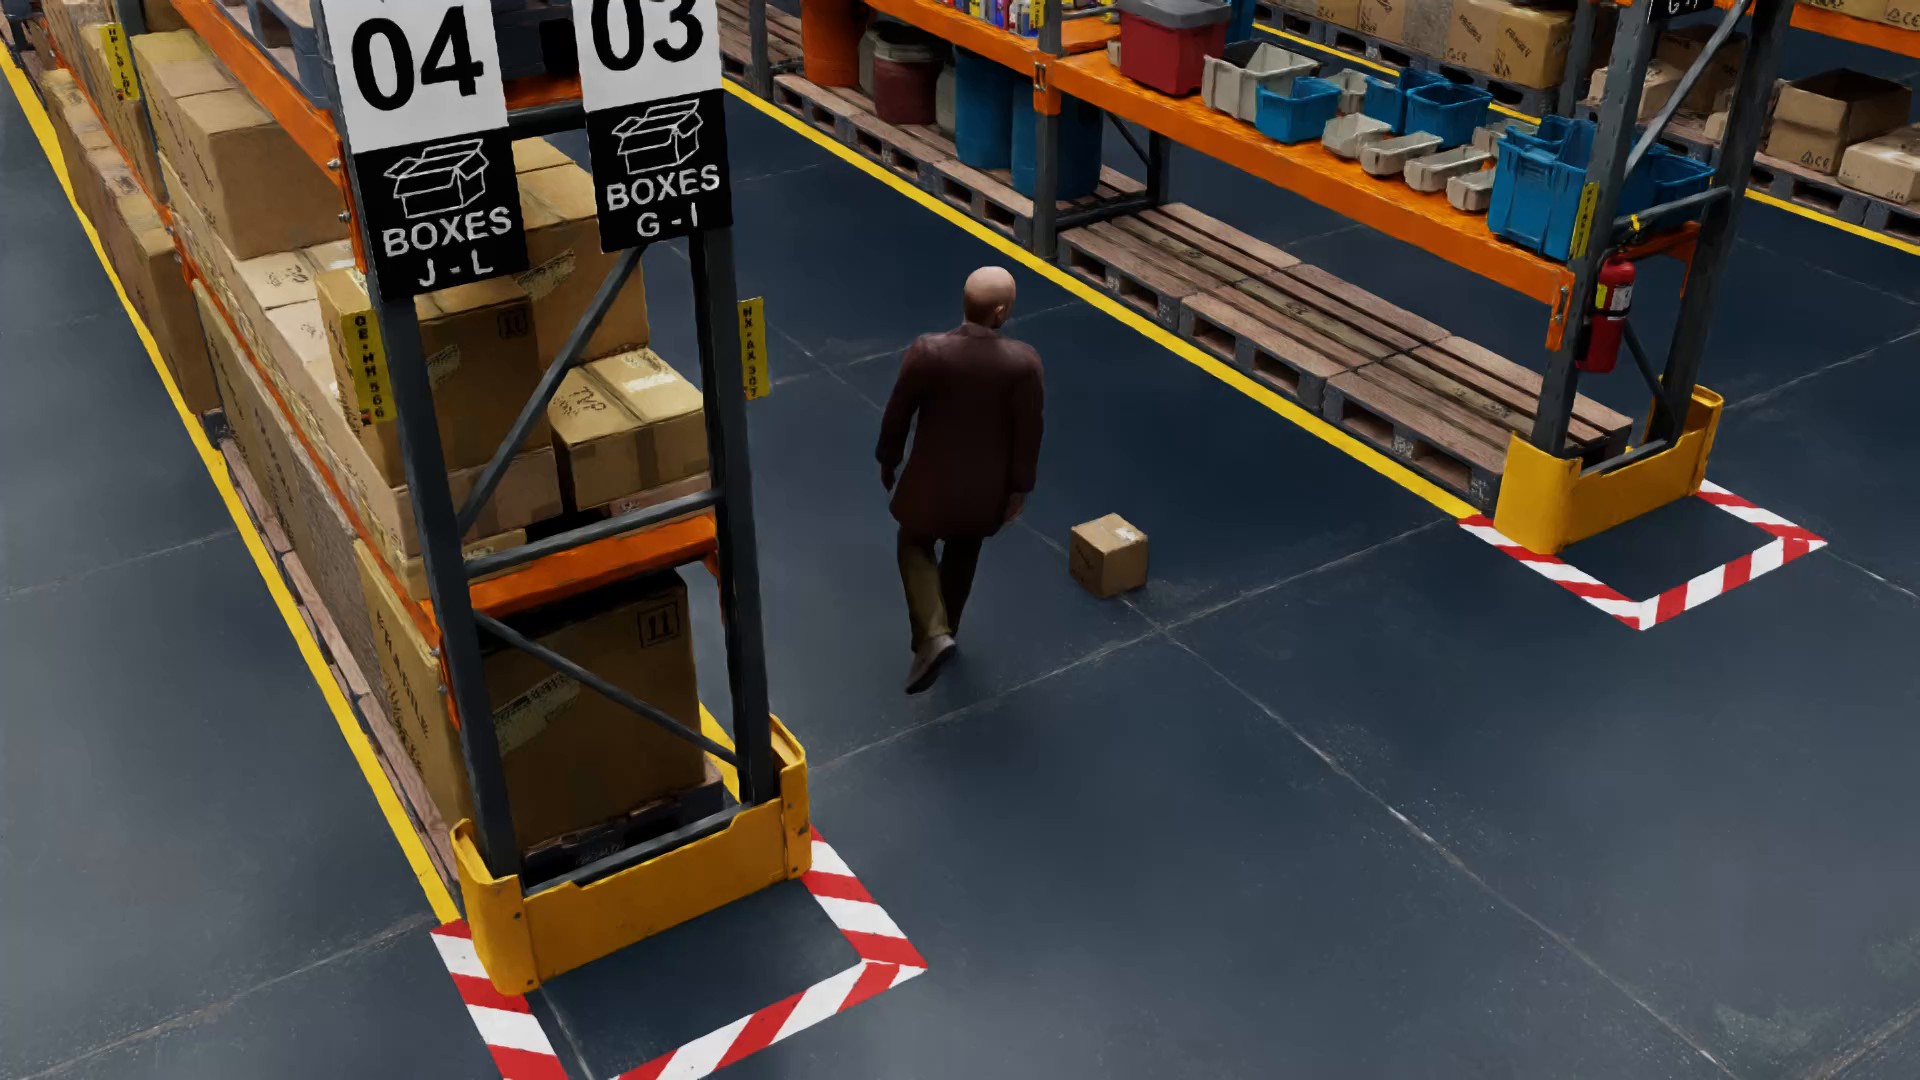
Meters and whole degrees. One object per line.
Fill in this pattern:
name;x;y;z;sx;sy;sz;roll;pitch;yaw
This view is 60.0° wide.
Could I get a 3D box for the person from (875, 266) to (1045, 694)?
person;-0.008;-0.228;6.564;0.648;1.684;0.716;-2;32;-4
